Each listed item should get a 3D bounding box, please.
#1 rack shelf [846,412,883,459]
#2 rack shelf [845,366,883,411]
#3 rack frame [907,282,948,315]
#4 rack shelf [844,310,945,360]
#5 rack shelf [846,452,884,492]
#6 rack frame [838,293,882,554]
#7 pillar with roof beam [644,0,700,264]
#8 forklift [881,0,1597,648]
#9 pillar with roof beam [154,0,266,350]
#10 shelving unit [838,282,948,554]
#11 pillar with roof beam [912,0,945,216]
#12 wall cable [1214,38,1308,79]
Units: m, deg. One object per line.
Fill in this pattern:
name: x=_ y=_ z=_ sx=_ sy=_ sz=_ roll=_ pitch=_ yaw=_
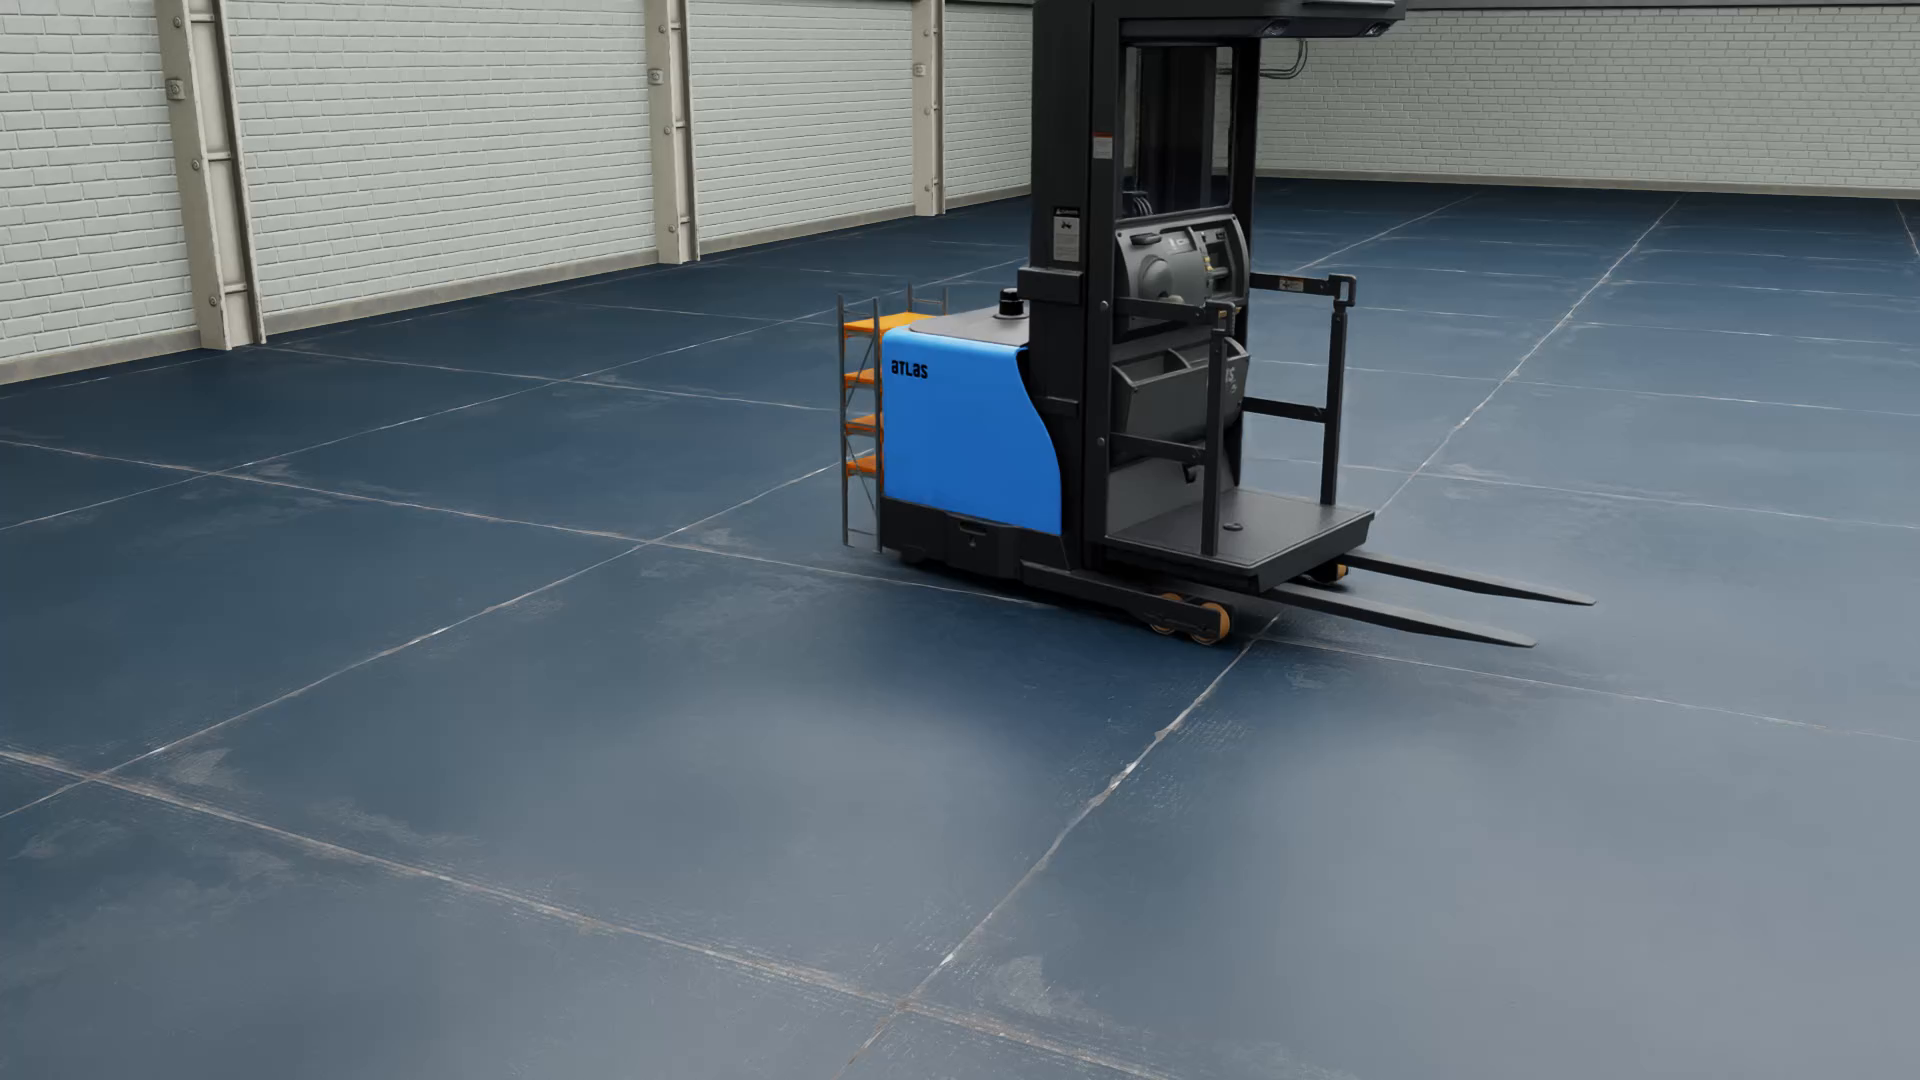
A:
rack shelf: x=-0.309 y=-0.521 z=7.909 sx=0.258 sy=0.148 sz=0.480 roll=13 pitch=21 yaw=37
rack shelf: x=-0.309 y=-0.736 z=7.845 sx=0.258 sy=0.148 sz=0.480 roll=13 pitch=21 yaw=37
rack frame: x=-0.155 y=-0.640 z=8.071 sx=0.240 sy=1.200 sz=0.015 roll=13 pitch=21 yaw=37
rack shelf: x=-0.309 y=-0.963 z=7.778 sx=0.258 sy=0.148 sz=0.480 roll=13 pitch=21 yaw=37
rack shelf: x=-0.309 y=-0.331 z=7.965 sx=0.258 sy=0.148 sz=0.480 roll=13 pitch=21 yaw=37
rack frame: x=-0.462 y=-0.532 z=7.708 sx=0.240 sy=1.200 sz=0.015 roll=13 pitch=21 yaw=37
pillar with roof beam: x=0.736 y=-6.850 z=15.282 sx=9.100 sy=9.000 sz=0.400 roll=8 pitch=18 yaw=25
forklift: x=1.093 y=-1.157 z=6.772 sx=3.031 sy=2.935 sz=1.130 roll=13 pitch=21 yaw=38
pillar with roof beam: x=-1.945 y=-5.322 z=10.136 sx=9.100 sy=9.000 sz=0.400 roll=8 pitch=18 yaw=25
shelving unit: x=-0.309 y=-0.586 z=7.889 sx=0.258 sy=1.200 sz=0.503 roll=13 pitch=21 yaw=37
pillar with roof beam: x=3.417 y=-8.378 z=20.427 sx=9.100 sy=9.000 sz=0.400 roll=8 pitch=18 yaw=25
wall cable: x=4.746 y=-9.548 z=29.819 sx=3.097 sy=2.526 sz=0.112 roll=8 pitch=18 yaw=25
